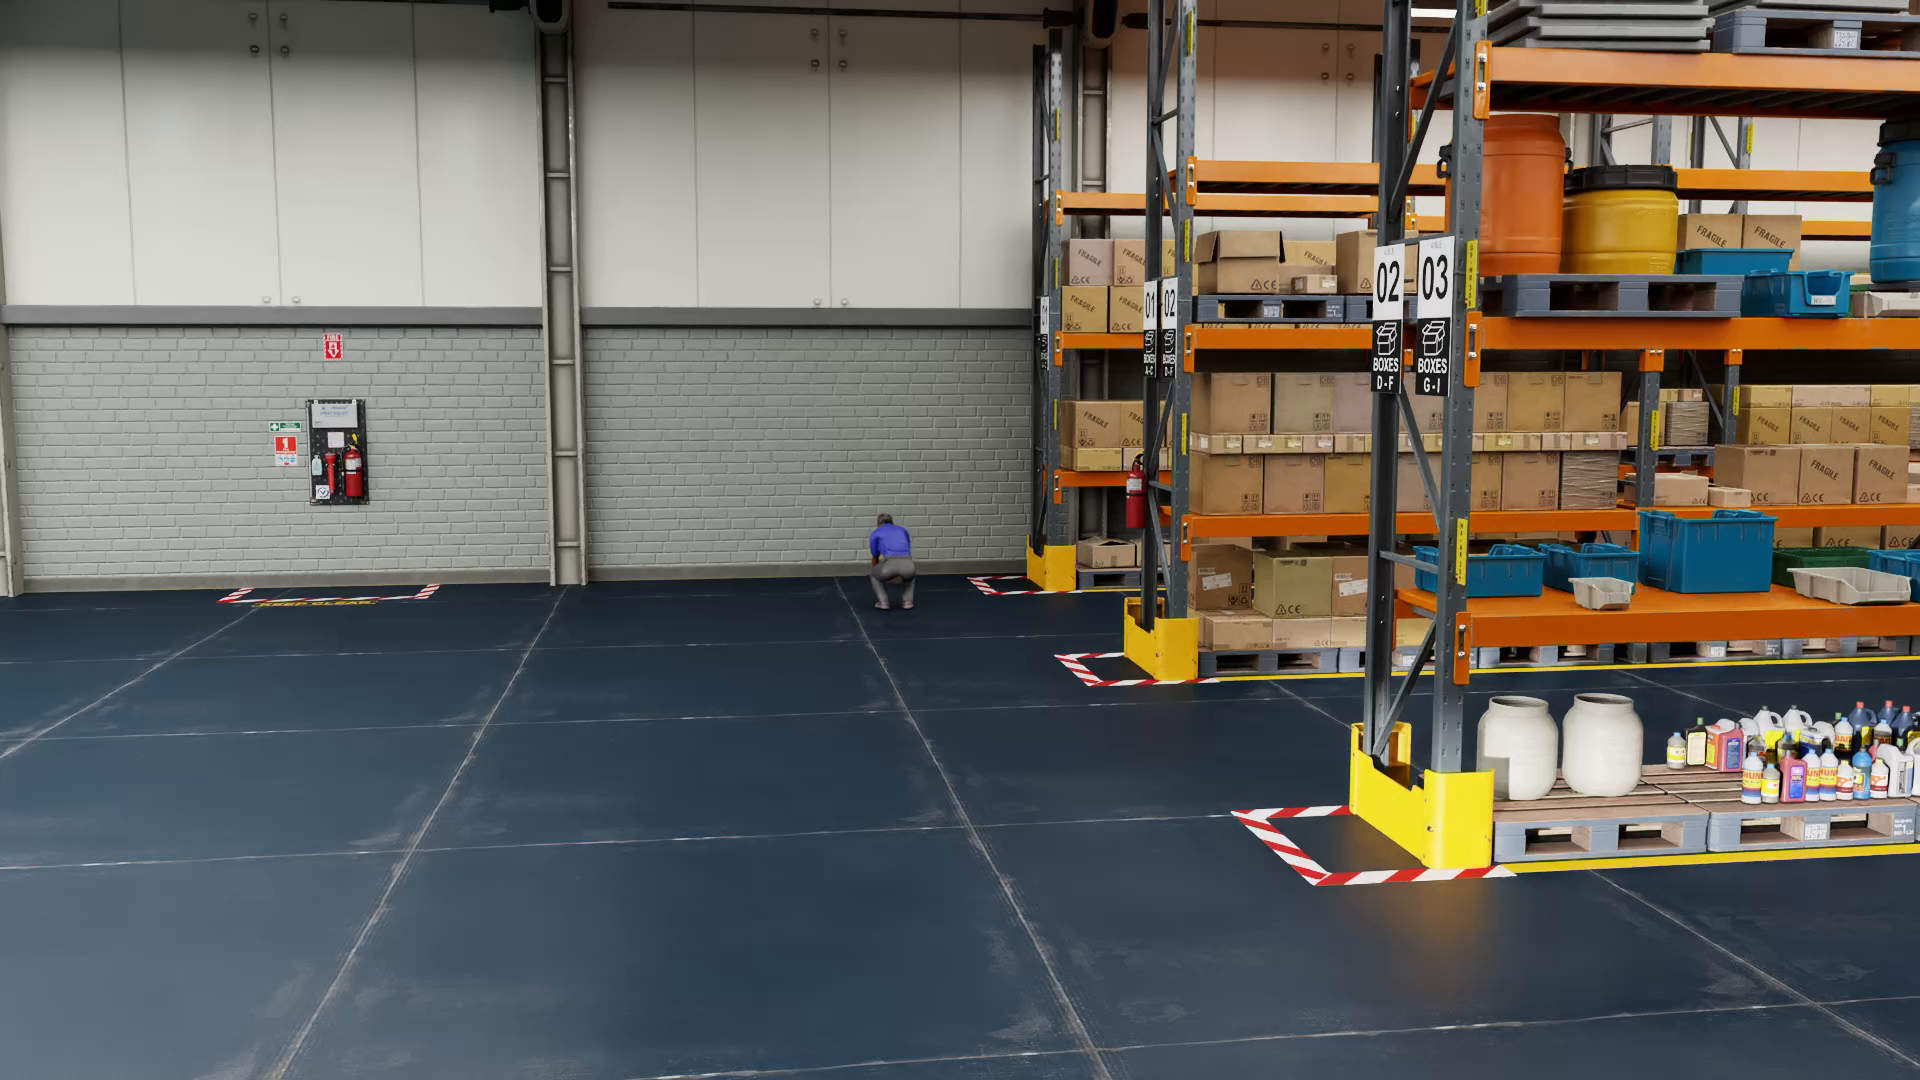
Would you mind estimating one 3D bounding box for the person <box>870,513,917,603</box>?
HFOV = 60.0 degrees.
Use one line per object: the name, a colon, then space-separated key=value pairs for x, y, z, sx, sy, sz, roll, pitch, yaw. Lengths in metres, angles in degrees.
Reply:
person: x=-0.690 y=0.196 z=17.121 sx=0.462 sy=0.905 sz=0.835 roll=-1 pitch=7 yaw=-10
